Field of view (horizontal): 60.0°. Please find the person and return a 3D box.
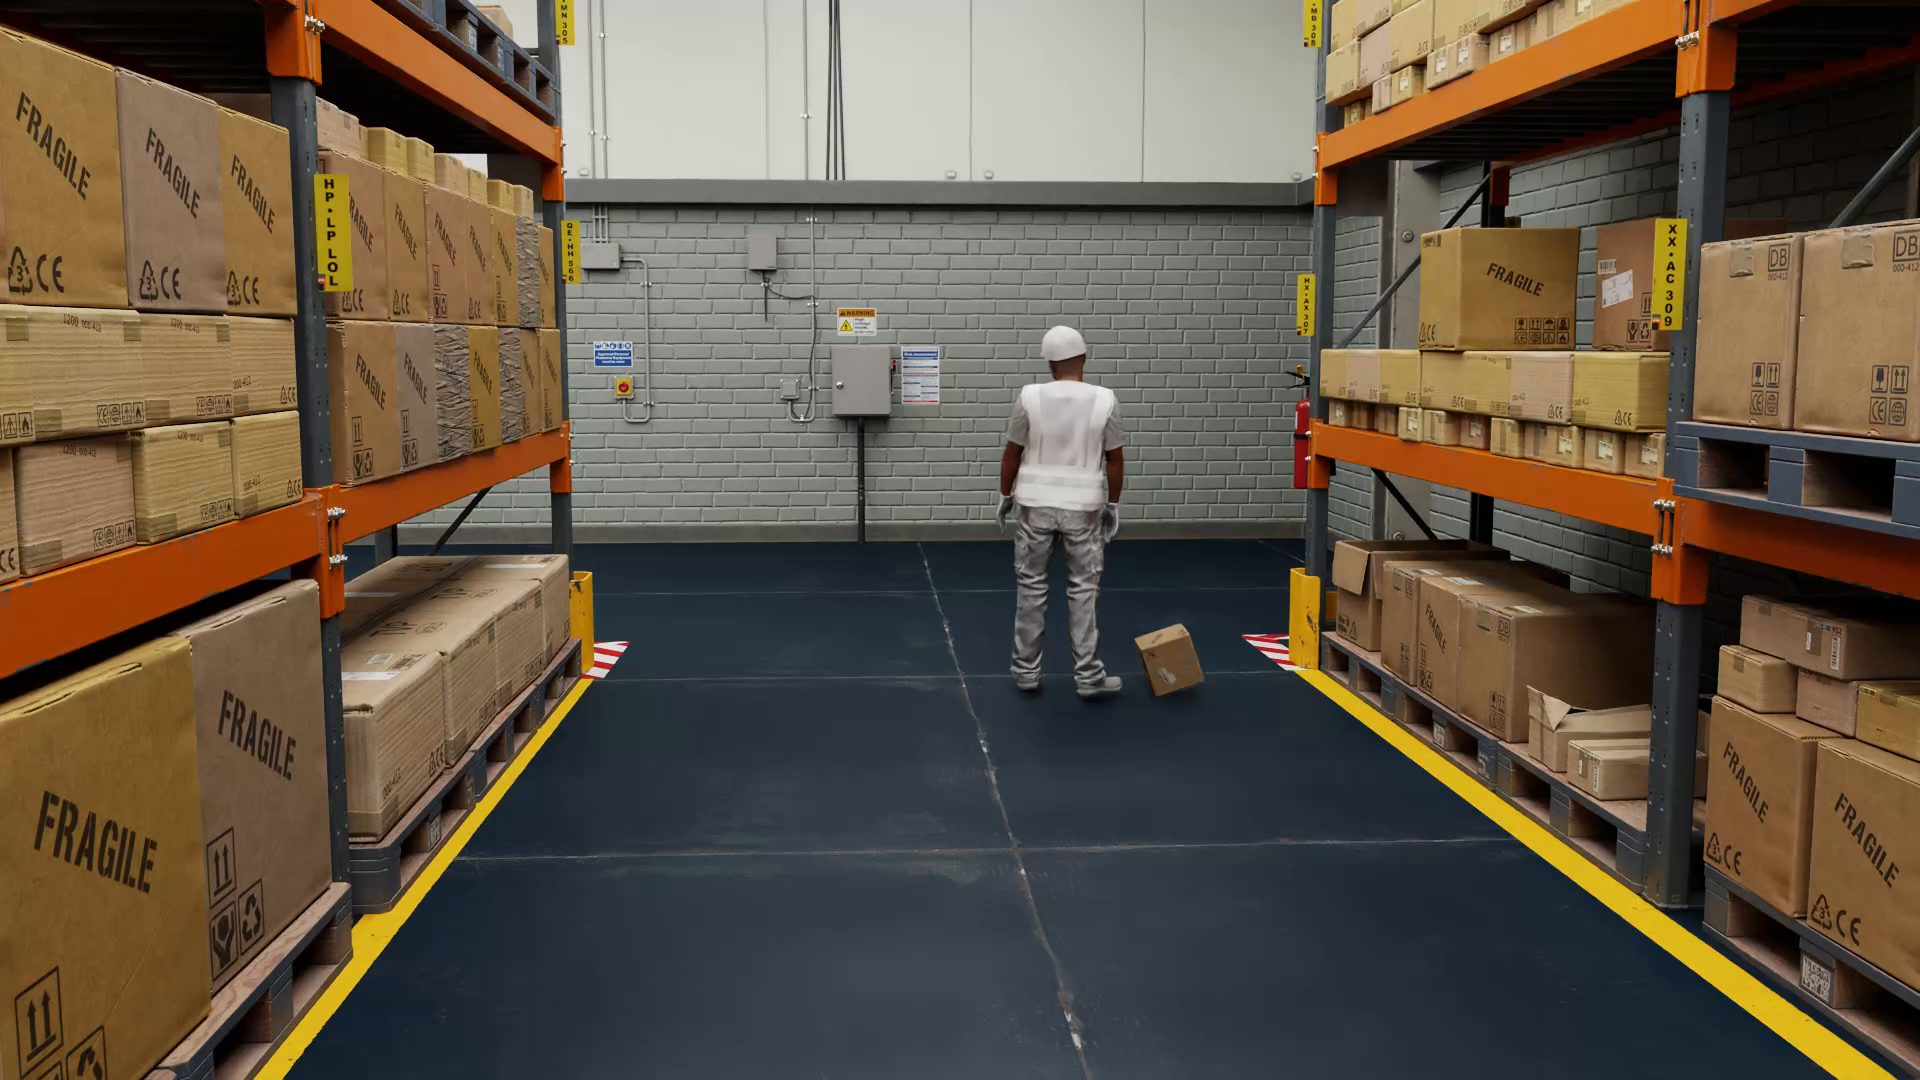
[{"bbox_3d":[0.488,-0.149,8.143,0.634,1.788,0.436,1,7,5],"label":"person"}]
